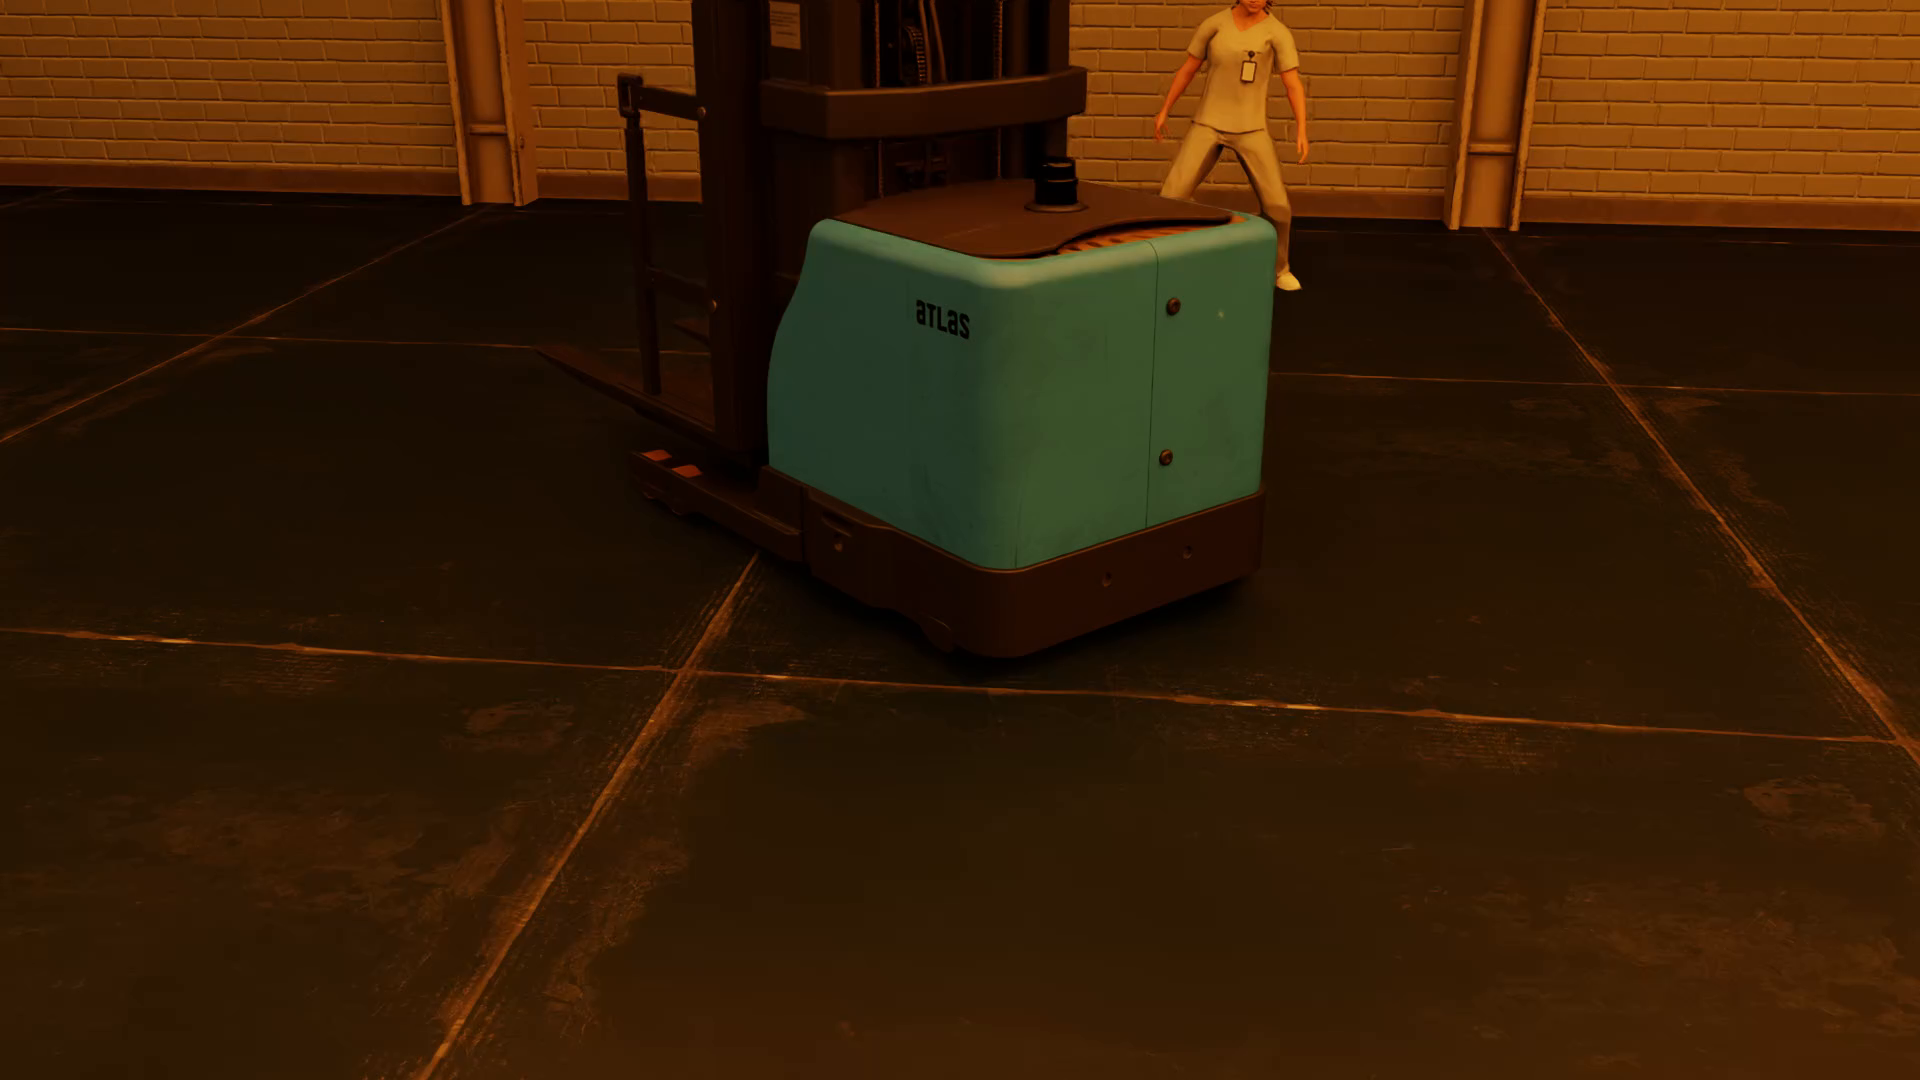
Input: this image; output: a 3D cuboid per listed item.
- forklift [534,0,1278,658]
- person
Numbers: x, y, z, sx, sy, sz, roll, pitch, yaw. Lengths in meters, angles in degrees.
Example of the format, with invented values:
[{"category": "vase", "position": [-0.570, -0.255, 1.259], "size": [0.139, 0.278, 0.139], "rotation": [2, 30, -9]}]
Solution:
[{"category": "forklift", "position": [-0.445, -1.538, 5.074], "size": [1.130, 2.935, 3.031], "rotation": [-17, 27, -35]}, {"category": "person", "position": [1.311, -2.003, 8.051], "size": [0.798, 1.585, 0.502], "rotation": [9, 24, 22]}]
